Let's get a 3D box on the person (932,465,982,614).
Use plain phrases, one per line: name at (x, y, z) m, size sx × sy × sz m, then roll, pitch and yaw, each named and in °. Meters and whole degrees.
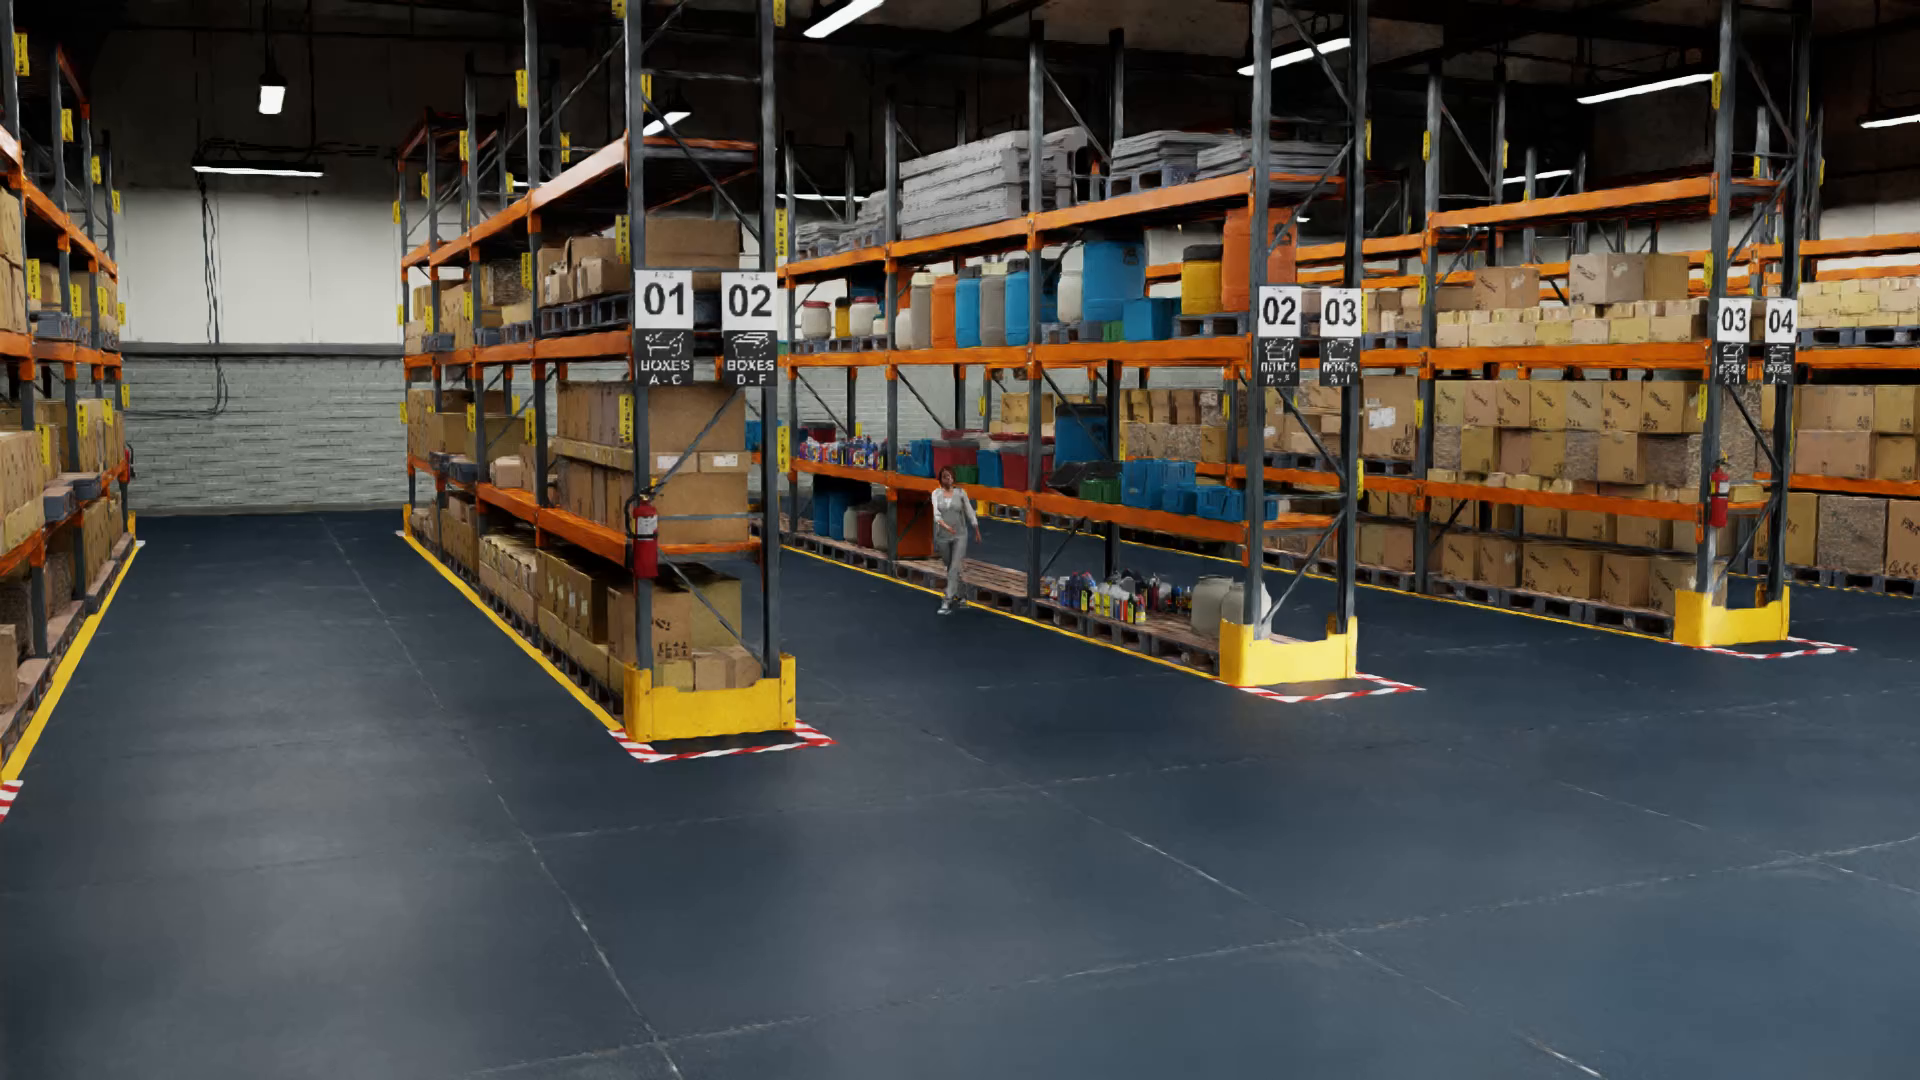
person at (-0.067, -0.012, 17.258) m, size 0.474 × 1.537 × 0.919 m, roll 1°, pitch 6°, yaw 12°
